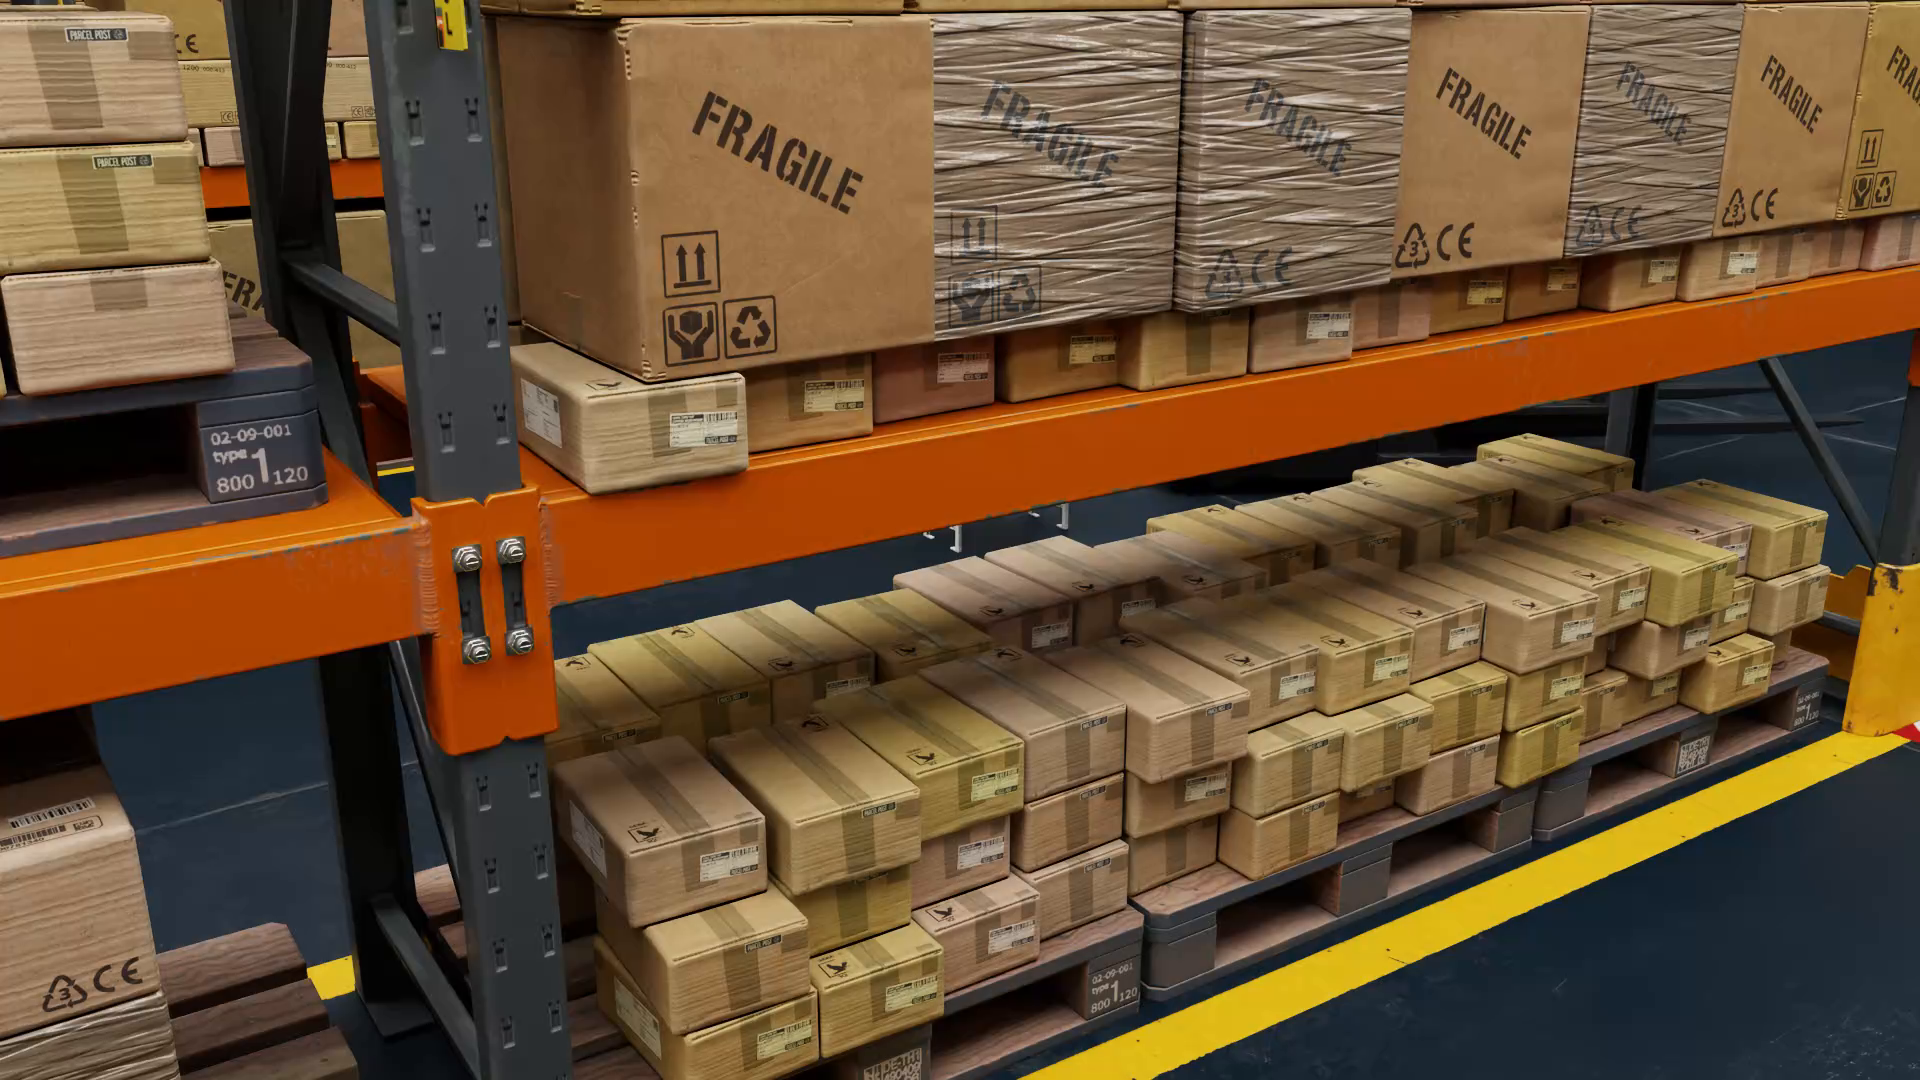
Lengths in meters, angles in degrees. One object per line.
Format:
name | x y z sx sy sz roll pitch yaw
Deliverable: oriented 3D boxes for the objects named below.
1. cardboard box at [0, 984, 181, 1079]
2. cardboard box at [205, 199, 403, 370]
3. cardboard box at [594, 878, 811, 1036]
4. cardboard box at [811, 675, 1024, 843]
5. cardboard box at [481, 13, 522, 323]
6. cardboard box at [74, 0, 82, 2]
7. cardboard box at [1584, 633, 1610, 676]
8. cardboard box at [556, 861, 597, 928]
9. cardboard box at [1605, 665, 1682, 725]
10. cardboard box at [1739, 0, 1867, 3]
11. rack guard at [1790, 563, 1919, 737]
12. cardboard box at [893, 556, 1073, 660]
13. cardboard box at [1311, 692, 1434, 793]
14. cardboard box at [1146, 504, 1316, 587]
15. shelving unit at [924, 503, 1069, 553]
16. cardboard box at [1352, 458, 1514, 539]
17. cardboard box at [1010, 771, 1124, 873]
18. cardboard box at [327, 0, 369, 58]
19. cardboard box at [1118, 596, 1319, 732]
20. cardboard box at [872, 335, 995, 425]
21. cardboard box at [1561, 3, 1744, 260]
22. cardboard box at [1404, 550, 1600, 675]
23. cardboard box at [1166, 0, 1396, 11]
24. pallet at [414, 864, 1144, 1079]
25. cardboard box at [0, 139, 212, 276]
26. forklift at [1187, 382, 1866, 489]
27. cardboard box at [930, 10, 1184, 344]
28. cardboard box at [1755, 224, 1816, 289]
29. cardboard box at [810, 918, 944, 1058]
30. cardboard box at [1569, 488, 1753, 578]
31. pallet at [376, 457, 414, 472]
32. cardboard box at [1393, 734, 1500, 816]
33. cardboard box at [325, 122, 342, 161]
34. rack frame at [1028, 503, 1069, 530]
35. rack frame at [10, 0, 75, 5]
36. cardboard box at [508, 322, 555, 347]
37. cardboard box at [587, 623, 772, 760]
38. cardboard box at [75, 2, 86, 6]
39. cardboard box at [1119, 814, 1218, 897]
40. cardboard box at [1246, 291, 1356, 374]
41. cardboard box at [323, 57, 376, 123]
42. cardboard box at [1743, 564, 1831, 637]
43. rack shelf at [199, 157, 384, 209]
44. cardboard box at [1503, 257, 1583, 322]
cardboard box | -1.414 0.823 2.374 0.500 0.500 0.500 -12 22 -32
cardboard box | -2.983 -0.992 7.157 0.875 0.875 0.875 -12 22 -31
cardboard box | -0.456 0.672 2.904 0.250 0.149 0.380 -11 21 -29
cardboard box | -0.086 0.414 3.203 0.250 0.149 0.380 -12 22 -32
cardboard box | -0.686 -0.709 3.038 0.500 0.500 0.500 -12 22 -31
cardboard box | -8.044 -4.975 14.559 0.500 0.500 0.500 -13 22 -33
cardboard box | 1.408 0.227 4.220 0.250 0.149 0.380 -12 22 -32
cardboard box | -0.794 0.631 3.489 0.250 0.149 0.380 -12 22 -31
cardboard box | 1.654 0.331 4.377 0.250 0.149 0.380 -12 22 -32
cardboard box | 1.738 -1.490 3.787 0.500 0.500 0.500 -13 23 -33
rack guard | 2.343 0.133 5.071 0.348 0.500 1.175 -12 22 -31
cardboard box | 0.050 0.179 3.899 0.250 0.149 0.380 -13 23 -34
cardboard box | 0.825 0.398 3.715 0.250 0.149 0.380 -12 22 -31
cardboard box | 0.693 0.044 4.299 0.250 0.149 0.380 -12 22 -31
shelving unit | 0.138 -0.598 6.139 0.503 1.200 0.258 -12 22 -31
cardboard box | 1.337 -0.103 4.731 0.250 0.149 0.380 -12 22 -32
cardboard box | 0.117 0.504 3.400 0.250 0.149 0.380 -13 23 -34
cardboard box | -2.622 -2.230 6.757 0.500 0.500 0.500 -12 22 -31
cardboard box | 0.559 0.269 3.632 0.250 0.149 0.380 -13 23 -34
cardboard box | -0.149 -0.330 2.929 0.250 0.149 0.380 -13 23 -34
cardboard box | 1.321 -0.924 3.673 0.500 0.500 0.500 -12 22 -31
cardboard box | 1.271 0.166 3.938 0.250 0.149 0.380 -11 22 -29
cardboard box | 0.439 -1.212 2.965 0.500 0.500 0.500 -11 22 -31
pallet | -0.393 0.833 3.451 1.213 0.211 1.003 -12 22 -31
cardboard box | -1.158 -0.458 2.188 0.250 0.149 0.380 -11 22 -30
forklift | 2.308 -1.761 6.876 3.031 2.935 1.130 -1 19 -3
cardboard box | 0.027 -0.657 2.885 0.500 0.500 0.500 -12 22 -31
cardboard box | 1.860 -0.731 4.115 0.250 0.149 0.380 -12 22 -32
cardboard box | -0.231 0.767 3.090 0.250 0.149 0.380 -11 22 -30
cardboard box | 1.862 -0.005 4.442 0.250 0.149 0.380 -11 22 -30
pallet | -2.900 -0.497 7.384 1.213 0.211 1.003 -12 22 -31
cardboard box | 1.037 0.483 3.929 0.250 0.149 0.380 -11 22 -30
cardboard box | -2.709 -1.642 6.809 0.250 0.149 0.380 -11 22 -30
rack frame | 0.342 -0.641 6.266 0.015 1.200 0.240 -12 22 -31
rack frame | -3.578 -1.705 6.603 0.127 3.000 1.000 -12 22 -31
cardboard box | -0.825 -0.354 3.000 0.250 0.149 0.380 -12 22 -32
cardboard box | -0.589 0.322 3.476 0.250 0.149 0.380 -12 22 -31
cardboard box | -8.022 -4.510 14.746 0.500 0.500 0.500 -11 22 -30
cardboard box | 0.338 0.594 3.600 0.250 0.149 0.380 -13 23 -34
cardboard box | 0.555 -0.448 3.280 0.250 0.149 0.380 -11 21 -29
cardboard box | -2.623 -1.873 6.872 0.500 0.250 0.500 -12 22 -32
cardboard box | 2.122 0.115 4.551 0.250 0.149 0.380 -13 22 -33
rack shelf | -1.908 -1.716 7.760 4.000 0.370 1.077 -12 22 -31
cardboard box | 1.165 -0.609 3.756 0.250 0.149 0.380 -13 23 -34
